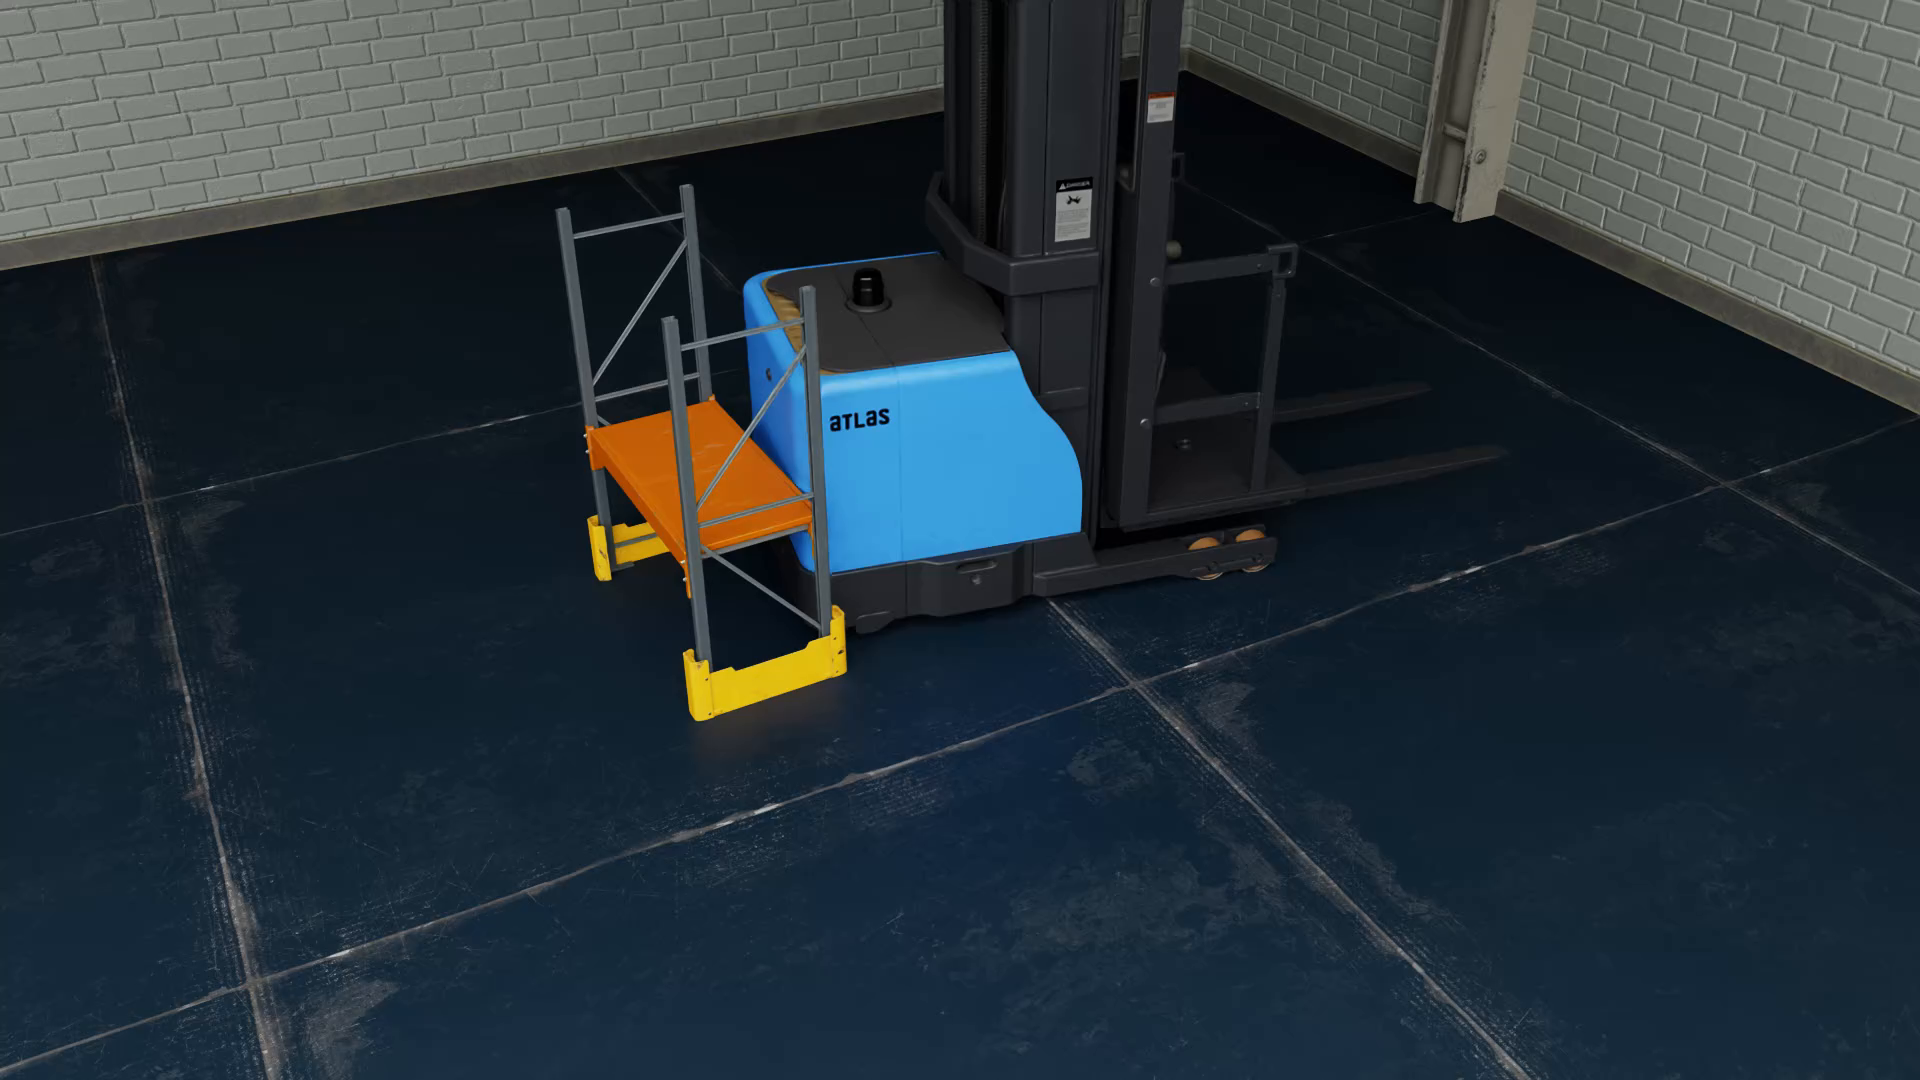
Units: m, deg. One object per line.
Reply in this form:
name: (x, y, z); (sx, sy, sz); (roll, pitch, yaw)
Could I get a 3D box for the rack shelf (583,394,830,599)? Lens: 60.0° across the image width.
rack shelf: (-0.927, -0.183, 5.978); (0.538, 0.185, 1.000); (-17, 36, -24)

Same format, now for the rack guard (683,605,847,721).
rack guard: (-0.677, 0.430, 5.847); (0.587, 0.250, 0.087); (-17, 36, -24)

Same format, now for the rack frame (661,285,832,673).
rack frame: (-0.677, -0.095, 5.509); (0.500, 1.500, 0.032); (-17, 36, -24)

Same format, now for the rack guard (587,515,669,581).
rack guard: (-1.167, -0.037, 6.577); (0.587, 0.250, 0.087); (-17, 36, -24)

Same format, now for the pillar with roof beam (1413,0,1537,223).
pillar with roof beam: (-0.884, -4.672, 5.700); (9.100, 9.000, 0.400); (-16, 36, -23)

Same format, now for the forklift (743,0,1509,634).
forklift: (0.735, -1.338, 6.122); (3.031, 2.935, 1.130); (-9, 34, -14)

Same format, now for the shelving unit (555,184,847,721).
shelving unit: (-0.922, -0.330, 5.875); (0.587, 1.500, 1.083); (-17, 36, -24)

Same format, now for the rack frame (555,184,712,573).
rack frame: (-1.177, -0.573, 6.254); (0.500, 1.500, 0.032); (-17, 36, -24)
